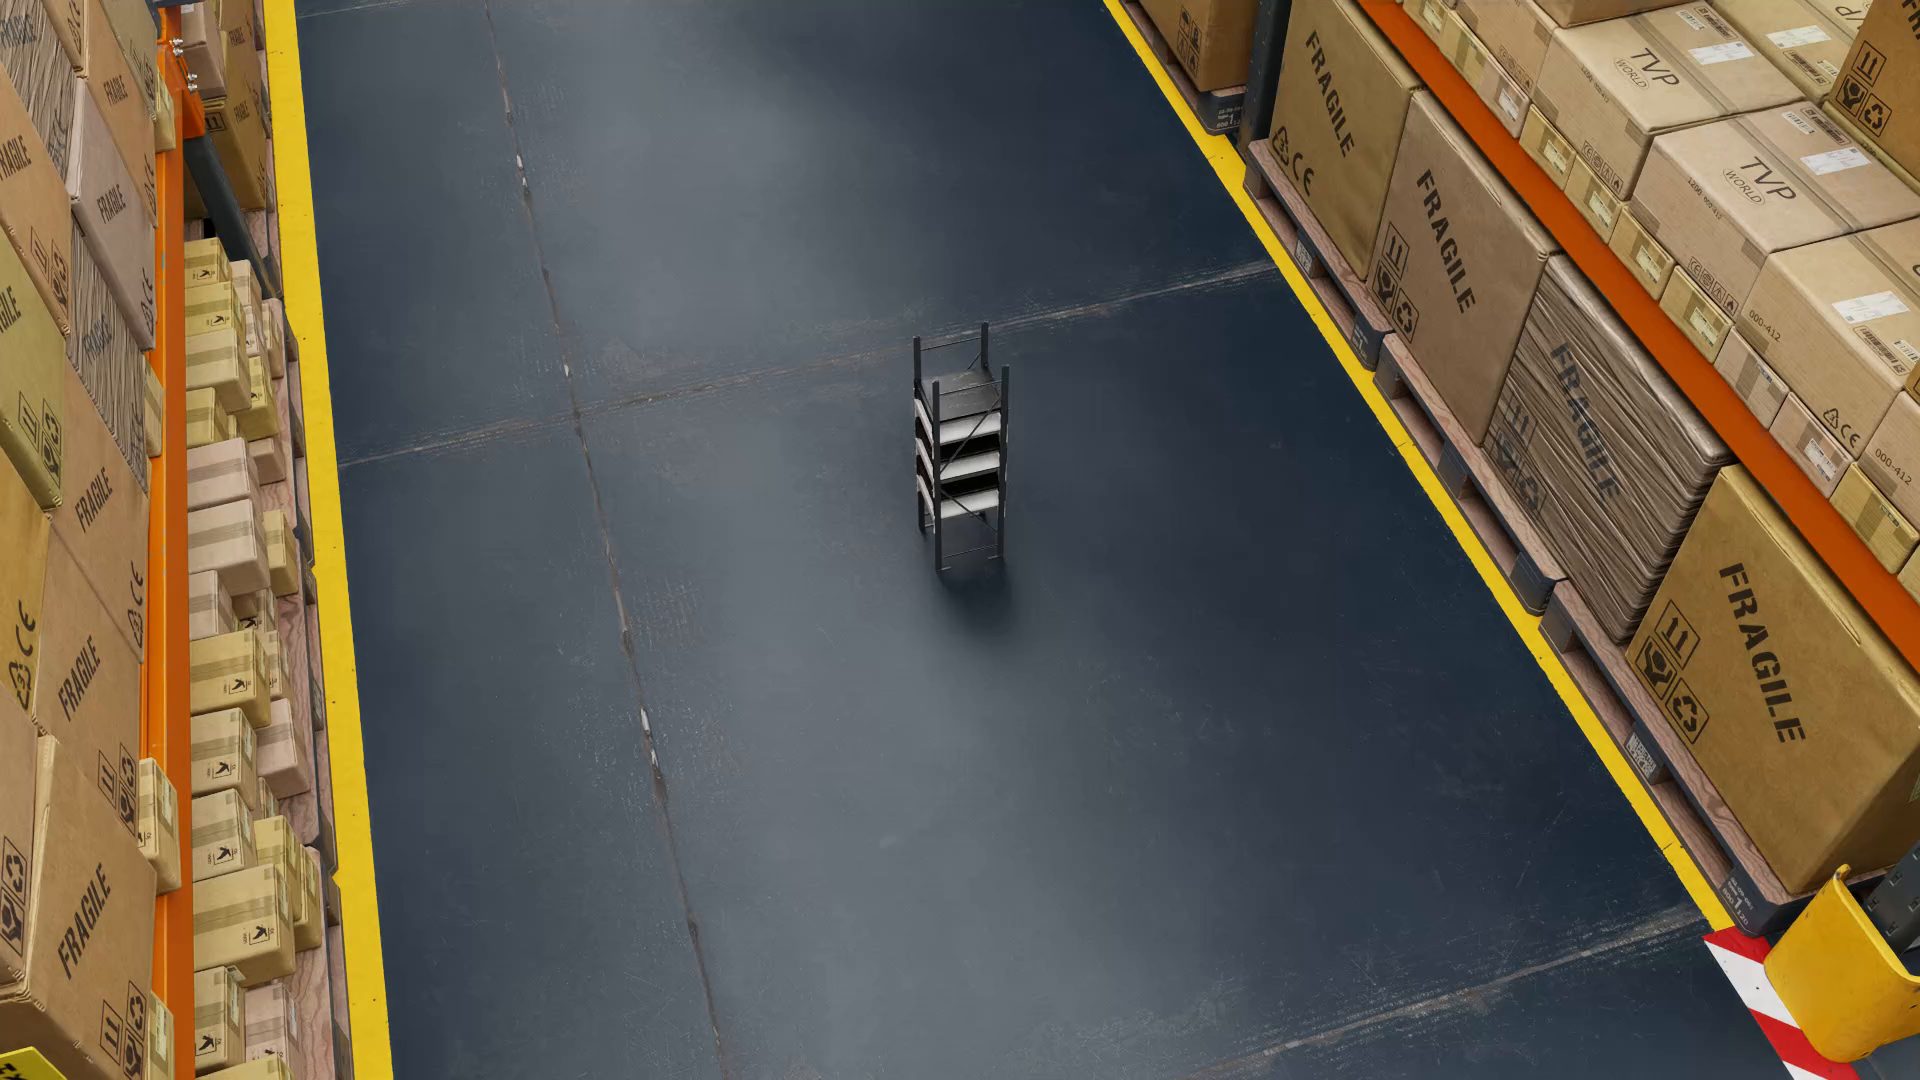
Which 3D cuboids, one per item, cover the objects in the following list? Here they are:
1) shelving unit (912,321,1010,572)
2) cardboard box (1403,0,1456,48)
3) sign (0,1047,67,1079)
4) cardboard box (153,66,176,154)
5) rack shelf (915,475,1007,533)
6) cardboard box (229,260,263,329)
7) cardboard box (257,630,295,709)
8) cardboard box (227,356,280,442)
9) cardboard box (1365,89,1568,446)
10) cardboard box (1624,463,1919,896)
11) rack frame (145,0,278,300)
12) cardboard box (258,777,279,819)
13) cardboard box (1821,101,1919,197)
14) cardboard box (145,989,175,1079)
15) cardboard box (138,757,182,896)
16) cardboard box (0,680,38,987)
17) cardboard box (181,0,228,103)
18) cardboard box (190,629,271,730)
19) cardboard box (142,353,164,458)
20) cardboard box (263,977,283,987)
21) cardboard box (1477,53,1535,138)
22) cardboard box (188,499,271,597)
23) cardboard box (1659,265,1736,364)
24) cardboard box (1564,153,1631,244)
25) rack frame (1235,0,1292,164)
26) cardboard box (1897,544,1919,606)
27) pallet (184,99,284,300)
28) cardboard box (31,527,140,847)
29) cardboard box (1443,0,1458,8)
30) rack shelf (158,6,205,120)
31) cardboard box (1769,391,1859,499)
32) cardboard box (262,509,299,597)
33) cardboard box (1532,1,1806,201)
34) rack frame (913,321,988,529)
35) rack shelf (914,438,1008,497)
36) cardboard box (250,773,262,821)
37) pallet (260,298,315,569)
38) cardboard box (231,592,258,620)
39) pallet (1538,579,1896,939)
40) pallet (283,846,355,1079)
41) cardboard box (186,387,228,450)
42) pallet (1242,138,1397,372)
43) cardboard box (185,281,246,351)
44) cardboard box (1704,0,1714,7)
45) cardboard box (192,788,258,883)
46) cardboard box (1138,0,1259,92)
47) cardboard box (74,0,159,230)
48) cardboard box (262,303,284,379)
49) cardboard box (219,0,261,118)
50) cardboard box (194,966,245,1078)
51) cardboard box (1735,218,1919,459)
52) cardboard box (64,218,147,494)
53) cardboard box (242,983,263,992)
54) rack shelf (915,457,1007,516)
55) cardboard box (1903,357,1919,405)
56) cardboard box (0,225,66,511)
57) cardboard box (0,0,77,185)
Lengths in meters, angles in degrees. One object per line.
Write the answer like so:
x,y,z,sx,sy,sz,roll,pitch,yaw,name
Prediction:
0.002,-0.284,5.401,0.258,0.900,0.210,-13,51,-11,shelving unit
1.690,-1.773,5.447,0.380,0.149,0.250,-15,51,-12,cardboard box
-1.382,0.847,2.508,0.100,0.325,0.005,-13,51,-11,sign
-2.595,-1.273,5.025,0.380,0.149,0.250,-15,51,-12,cardboard box
0.002,-0.147,5.564,0.258,0.077,0.200,-13,51,-11,rack shelf
-2.687,-0.827,5.881,0.380,0.149,0.250,-12,51,-10,cardboard box
-2.220,0.450,4.998,0.380,0.149,0.250,-13,51,-11,cardboard box
-2.499,-0.441,5.555,0.380,0.149,0.250,-15,51,-12,cardboard box
2.069,-1.014,5.758,0.875,0.875,0.875,-13,51,-11,cardboard box
2.602,0.301,4.649,0.875,0.875,0.875,-13,51,-11,cardboard box
-3.084,-1.673,5.198,1.000,3.000,0.127,-13,51,-11,rack frame
-2.123,0.848,4.663,0.380,0.149,0.250,-13,51,-11,cardboard box
2.678,-1.004,4.538,0.500,0.250,0.500,-15,51,-12,cardboard box
-1.683,1.019,3.094,0.380,0.149,0.250,-14,51,-11,cardboard box
-1.827,0.634,3.418,0.380,0.149,0.250,-15,51,-12,cardboard box
-1.780,0.410,2.528,0.500,0.500,0.500,-14,51,-11,cardboard box
-3.050,-1.844,6.212,0.500,0.250,0.500,-15,52,-13,cardboard box
-2.139,0.424,4.631,0.380,0.149,0.250,-13,51,-10,cardboard box
-2.244,-0.311,4.214,0.380,0.149,0.250,-12,51,-10,cardboard box
-1.985,1.225,4.346,0.380,0.149,0.250,-13,51,-11,cardboard box
1.838,-1.402,5.134,0.380,0.149,0.250,-13,51,-11,cardboard box
-2.274,0.056,4.942,0.380,0.149,0.250,-15,51,-12,cardboard box
2.144,-0.649,4.500,0.380,0.149,0.250,-14,51,-12,cardboard box
1.996,-1.020,4.813,0.380,0.149,0.250,-12,51,-10,cardboard box
1.684,-2.721,6.082,1.000,3.000,0.127,-13,51,-11,rack frame
2.447,0.096,3.871,0.380,0.149,0.250,-12,51,-10,cardboard box
-3.315,-1.342,6.744,1.003,0.211,1.213,-13,51,-11,pallet
-1.952,0.345,3.237,0.500,0.500,0.500,-13,51,-11,cardboard box
1.715,-2.001,5.379,0.500,0.250,0.500,-14,51,-11,cardboard box
-3.675,-2.902,6.705,1.077,0.370,4.000,-13,51,-11,rack shelf
2.295,-0.278,4.187,0.380,0.149,0.250,-13,51,-11,cardboard box
-2.336,0.076,5.314,0.380,0.149,0.250,-13,51,-11,cardboard box
2.012,-1.262,4.756,0.500,0.250,0.500,-13,51,-11,cardboard box
-0.028,-0.358,5.464,0.240,0.900,0.006,-13,51,-11,rack frame
0.002,-0.263,5.426,0.258,0.077,0.200,-13,51,-11,rack shelf
-2.136,0.740,4.560,0.380,0.149,0.250,-16,52,-13,cardboard box
-2.851,-0.292,5.858,1.003,0.211,1.213,-13,51,-11,pallet
-2.364,0.147,5.060,0.380,0.149,0.250,-16,52,-13,cardboard box
2.556,0.533,5.162,1.003,0.211,1.213,-13,51,-11,pallet
-2.130,1.490,4.355,1.003,0.211,1.213,-13,51,-11,pallet
-2.534,-0.315,5.255,0.380,0.149,0.250,-12,51,-10,cardboard box
1.835,-1.249,6.665,1.003,0.211,1.213,-13,51,-11,pallet
-2.616,-0.702,5.581,0.380,0.149,0.250,-13,51,-11,cardboard box
2.372,-1.755,5.171,0.500,0.250,0.500,-12,51,-10,cardboard box
-2.032,0.831,4.288,0.380,0.149,0.250,-16,52,-13,cardboard box
1.476,-2.634,7.124,1.225,0.875,0.875,-13,51,-11,cardboard box
-2.518,-1.132,4.483,0.500,0.500,0.500,-15,51,-12,cardboard box
-2.642,-0.680,5.951,0.380,0.149,0.250,-13,51,-11,cardboard box
-3.207,-1.988,6.824,0.500,0.500,0.500,-11,51,-9,cardboard box
-1.928,1.207,3.972,0.380,0.149,0.250,-12,51,-10,cardboard box
2.321,-0.511,4.123,0.500,0.250,0.500,-14,51,-12,cardboard box
-2.242,-0.387,3.854,0.500,0.500,0.500,-15,51,-12,cardboard box
-1.994,1.124,4.236,0.380,0.149,0.250,-13,51,-11,cardboard box
0.002,-0.205,5.495,0.258,0.077,0.200,-13,51,-11,rack shelf
2.472,-0.385,3.526,0.500,0.500,0.500,-13,51,-11,cardboard box
-2.068,-0.342,3.162,0.500,0.500,0.500,-14,51,-12,cardboard box
-2.390,-1.088,3.791,0.500,0.500,0.500,-12,51,-10,cardboard box
